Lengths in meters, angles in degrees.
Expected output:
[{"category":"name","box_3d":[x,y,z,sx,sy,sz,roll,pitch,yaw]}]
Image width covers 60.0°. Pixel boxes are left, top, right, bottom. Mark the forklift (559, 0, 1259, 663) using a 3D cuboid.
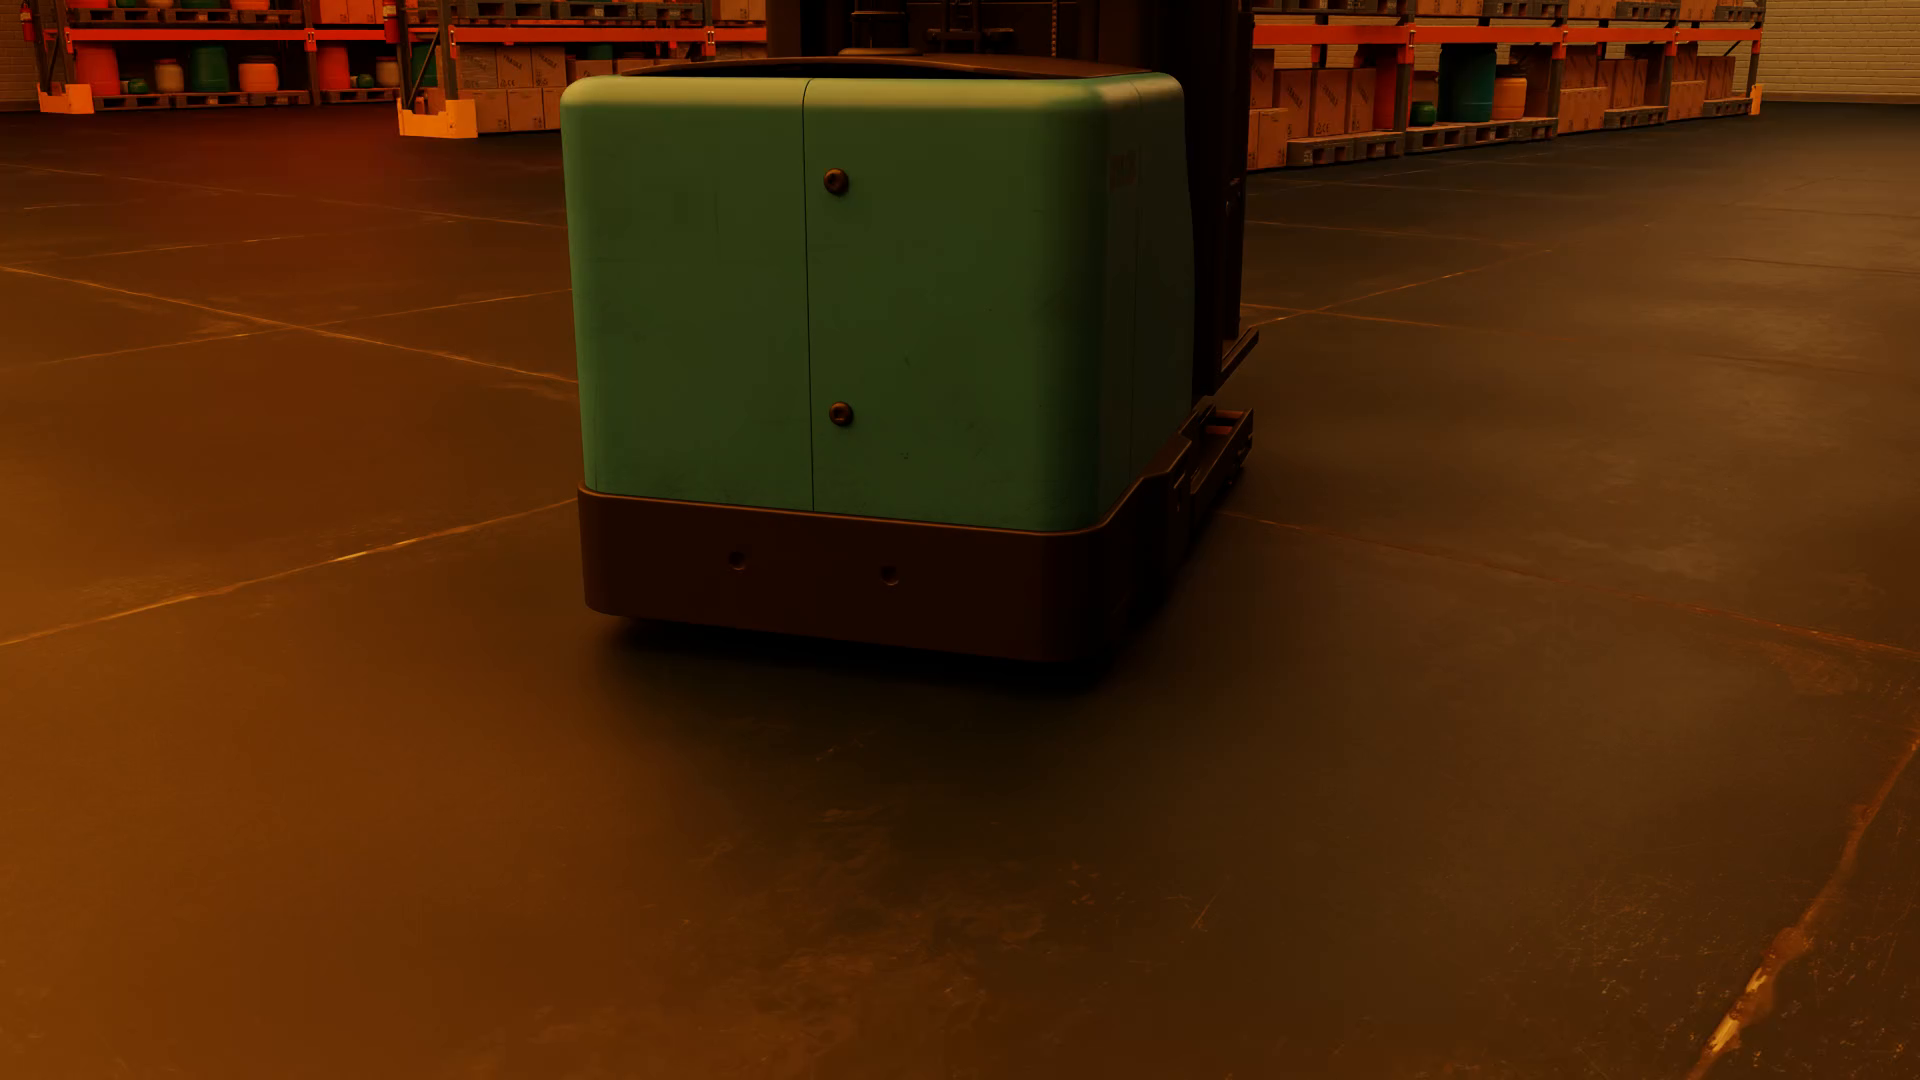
[{"category":"forklift","box_3d":[0.182,-1.571,4.072,1.130,2.935,3.031,5,18,17]}]
